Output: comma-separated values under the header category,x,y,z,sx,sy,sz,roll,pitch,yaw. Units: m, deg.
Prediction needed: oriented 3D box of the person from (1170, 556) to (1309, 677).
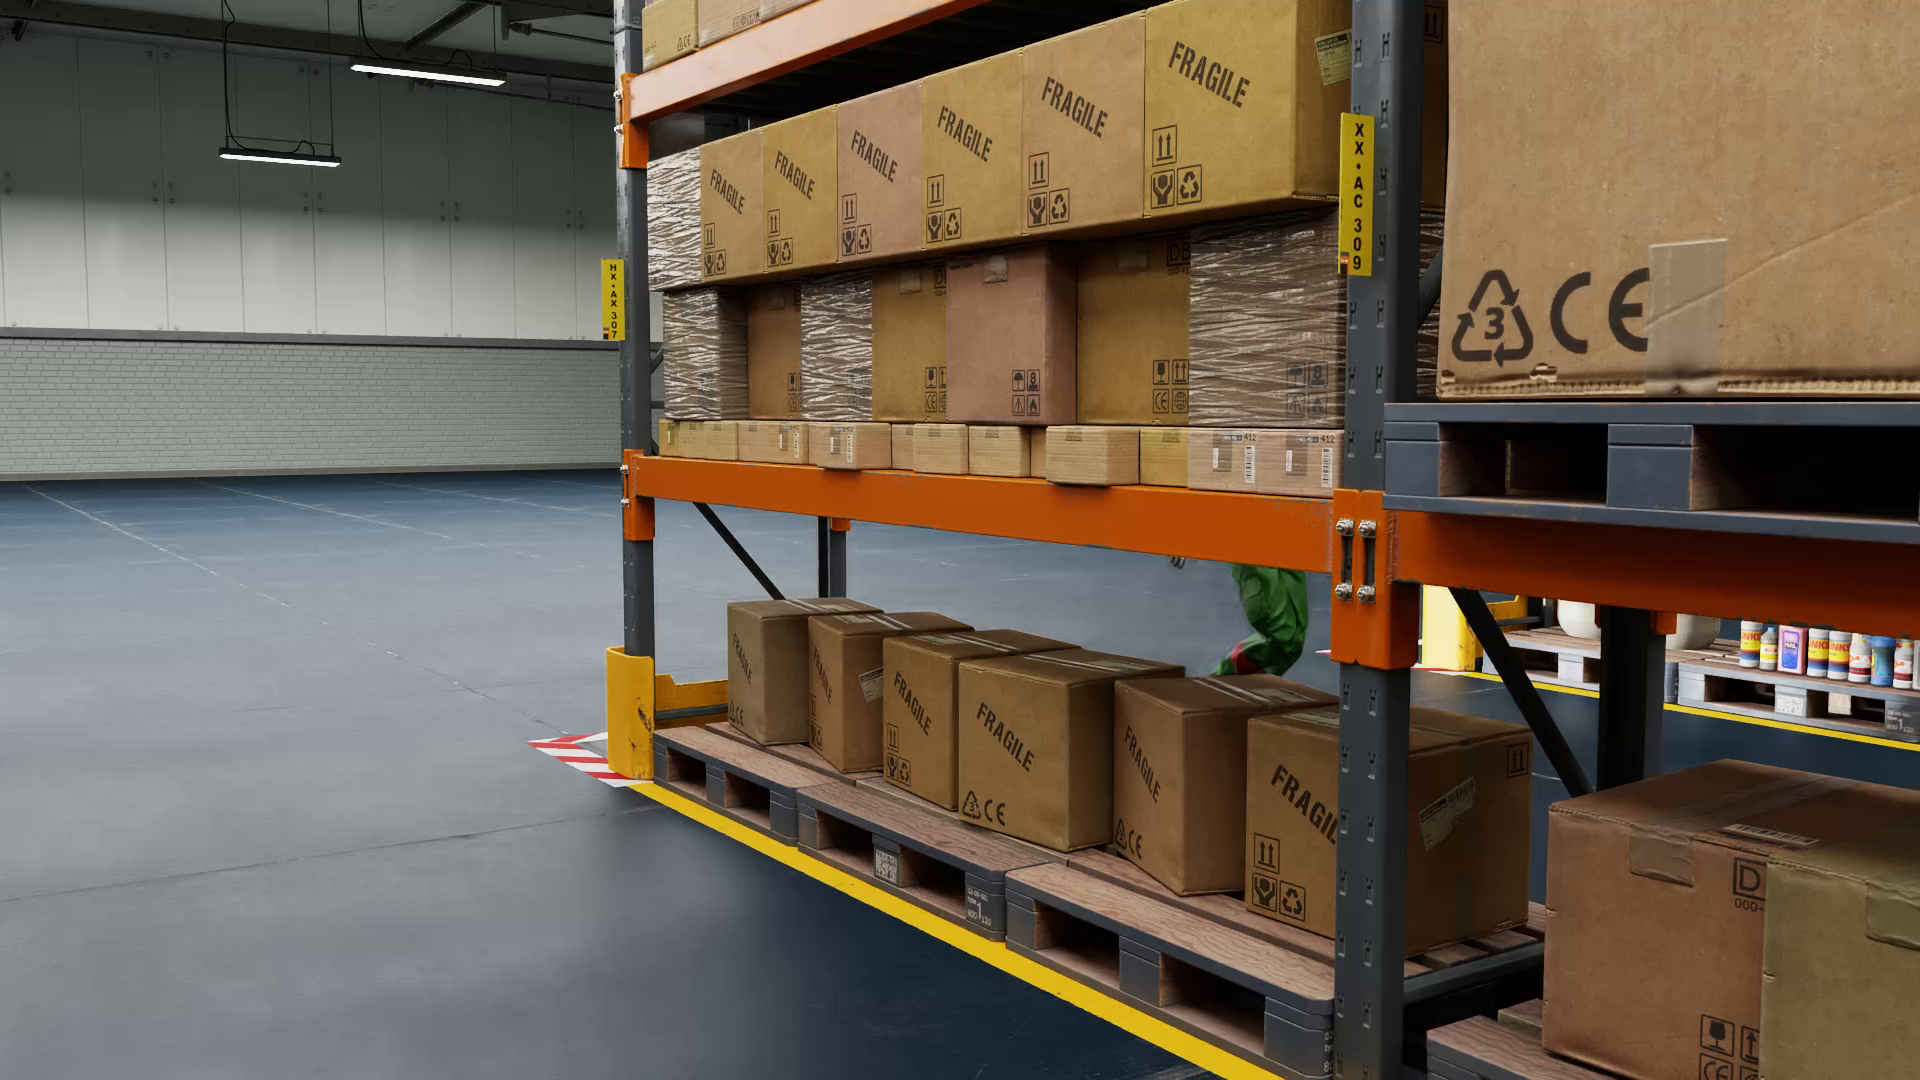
category,x,y,z,sx,sy,sz,roll,pitch,yaw
person,1.383,0.059,7.382,0.746,1.701,0.606,-4,6,-40
